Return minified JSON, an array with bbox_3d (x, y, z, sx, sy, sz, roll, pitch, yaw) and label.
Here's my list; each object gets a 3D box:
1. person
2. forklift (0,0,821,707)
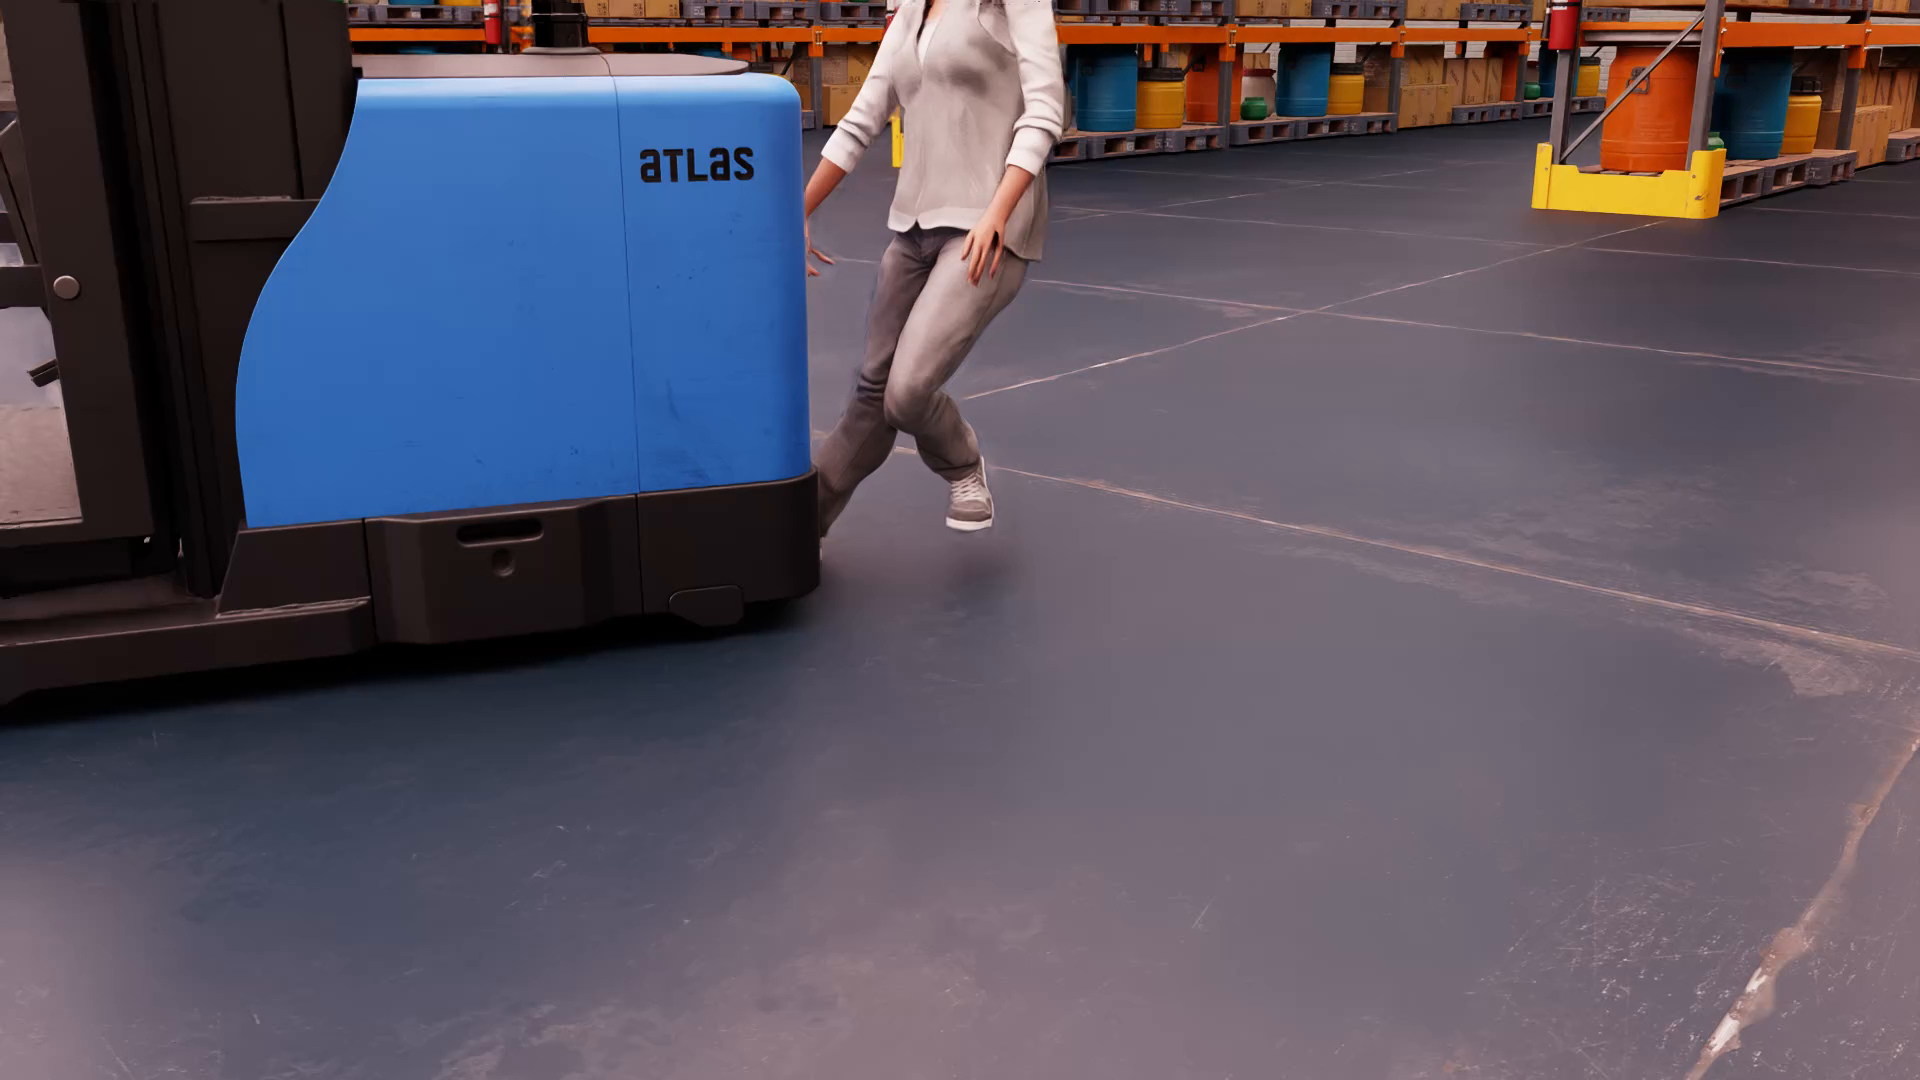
[{"bbox_3d":[-0.161,-0.633,3.393,0.634,1.496,0.608,-13,21,-36],"label":"person"},{"bbox_3d":[-1.858,-1.219,2.912,3.031,2.935,1.130,-6,18,-19],"label":"forklift"}]
